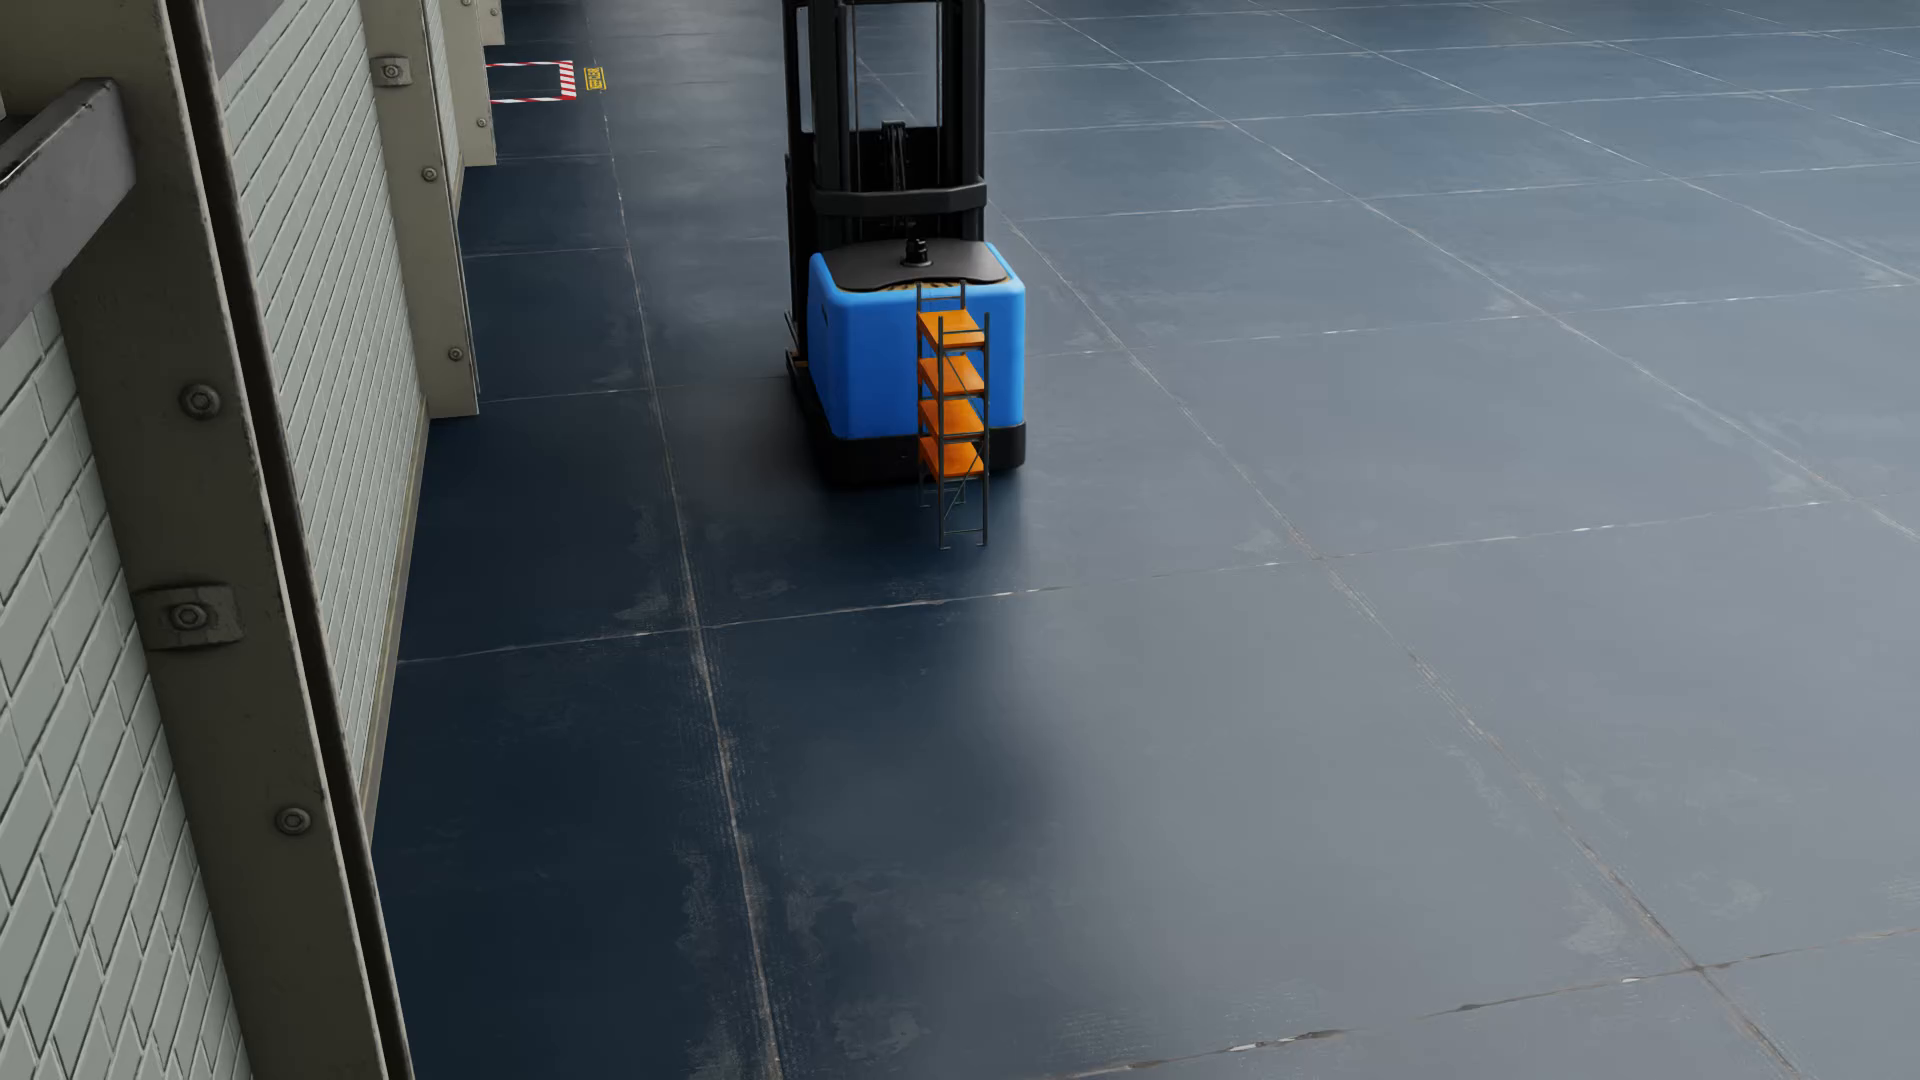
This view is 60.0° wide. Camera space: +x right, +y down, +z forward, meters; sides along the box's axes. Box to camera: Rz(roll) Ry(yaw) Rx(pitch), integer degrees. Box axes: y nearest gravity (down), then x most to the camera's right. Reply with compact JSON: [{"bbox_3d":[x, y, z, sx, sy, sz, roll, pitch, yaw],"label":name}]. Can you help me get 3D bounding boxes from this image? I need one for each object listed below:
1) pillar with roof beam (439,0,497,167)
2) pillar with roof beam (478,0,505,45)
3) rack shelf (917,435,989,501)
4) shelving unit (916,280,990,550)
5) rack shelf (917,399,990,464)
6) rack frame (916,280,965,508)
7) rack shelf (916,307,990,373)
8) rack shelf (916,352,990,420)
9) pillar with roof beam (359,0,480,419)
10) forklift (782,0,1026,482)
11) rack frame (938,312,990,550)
[{"bbox_3d":[-0.162,-7.891,13.897,9.100,9.000,0.400,-6,27,-12],"label":"pillar with roof beam"},{"bbox_3d":[-1.515,-10.525,19.115,9.100,9.000,0.400,-6,27,-12],"label":"pillar with roof beam"},{"bbox_3d":[-0.037,-0.371,8.243,0.258,0.148,0.480,-6,27,-12],"label":"rack shelf"},{"bbox_3d":[-0.037,-0.608,8.124,0.258,1.200,0.503,-6,27,-12],"label":"shelving unit"},{"bbox_3d":[-0.037,-0.548,8.154,0.258,0.148,0.480,-6,27,-12],"label":"rack shelf"},{"bbox_3d":[-0.092,-0.715,8.336,0.240,1.200,0.015,-6,27,-12],"label":"rack frame"},{"bbox_3d":[-0.037,-0.959,7.947,0.258,0.148,0.480,-6,27,-12],"label":"rack shelf"},{"bbox_3d":[-0.037,-0.748,8.053,0.258,0.148,0.480,-6,27,-12],"label":"rack shelf"},{"bbox_3d":[1.190,-5.257,8.678,9.100,9.000,0.400,-6,27,-12],"label":"pillar with roof beam"},{"bbox_3d":[-0.457,-2.254,9.463,1.130,2.935,3.031,-5,27,-11],"label":"forklift"},{"bbox_3d":[0.018,-0.501,7.911,0.240,1.200,0.015,-6,27,-12],"label":"rack frame"}]
